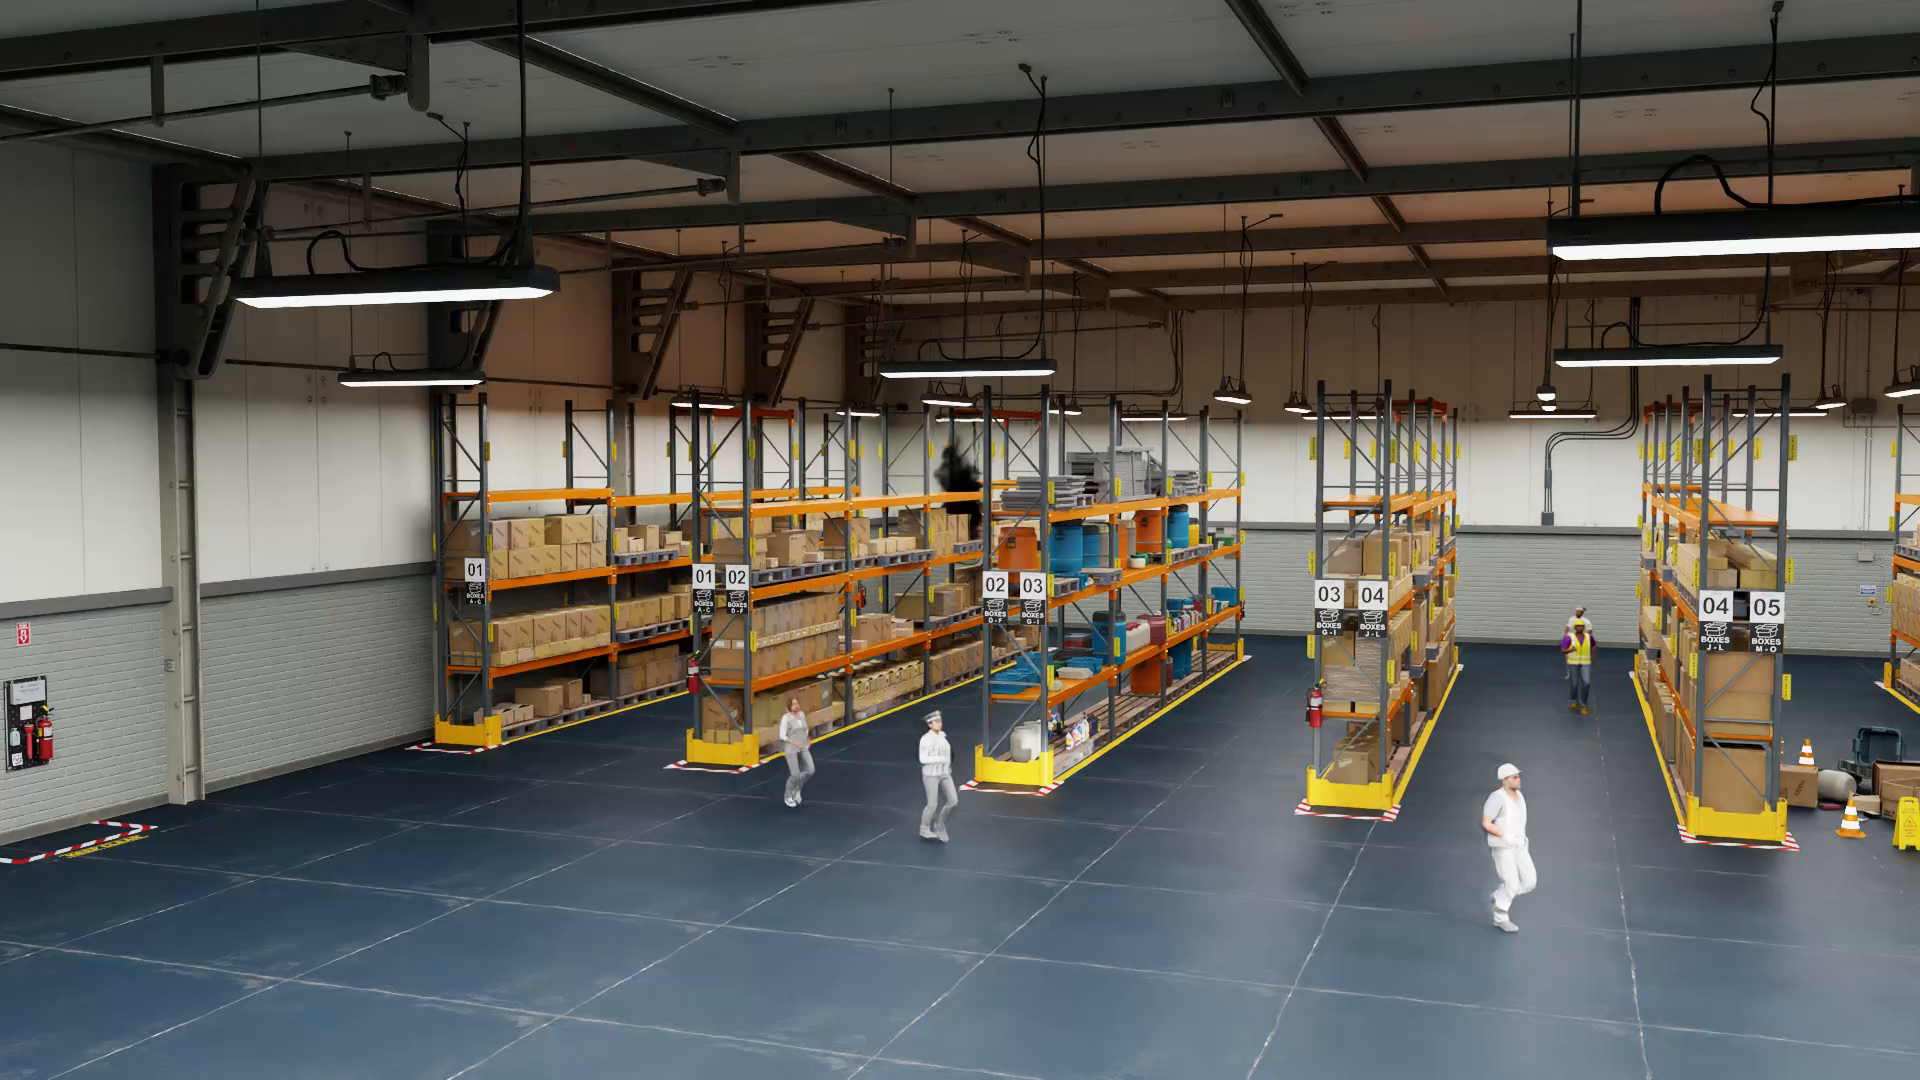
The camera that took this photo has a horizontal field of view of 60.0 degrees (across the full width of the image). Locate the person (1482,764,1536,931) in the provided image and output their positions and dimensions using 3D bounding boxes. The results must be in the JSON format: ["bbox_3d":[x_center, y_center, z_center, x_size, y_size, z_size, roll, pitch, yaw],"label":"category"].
[{"bbox_3d":[5.715,3.200,17.332,0.661,1.745,0.586,-2,4,-35],"label":"person"}]

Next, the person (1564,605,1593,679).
[{"bbox_3d":[13.618,2.245,36.667,0.610,1.635,0.608,-3,4,-43],"label":"person"}]

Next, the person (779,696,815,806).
[{"bbox_3d":[-2.285,2.973,23.393,0.553,1.557,0.565,-3,4,-40],"label":"person"}]

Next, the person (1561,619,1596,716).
[{"bbox_3d":[11.837,2.419,31.804,0.677,1.823,0.737,1,3,13],"label":"person"}]

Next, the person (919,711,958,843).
[{"bbox_3d":[-0.265,3.030,21.270,0.594,1.711,0.638,-3,4,-42],"label":"person"}]
